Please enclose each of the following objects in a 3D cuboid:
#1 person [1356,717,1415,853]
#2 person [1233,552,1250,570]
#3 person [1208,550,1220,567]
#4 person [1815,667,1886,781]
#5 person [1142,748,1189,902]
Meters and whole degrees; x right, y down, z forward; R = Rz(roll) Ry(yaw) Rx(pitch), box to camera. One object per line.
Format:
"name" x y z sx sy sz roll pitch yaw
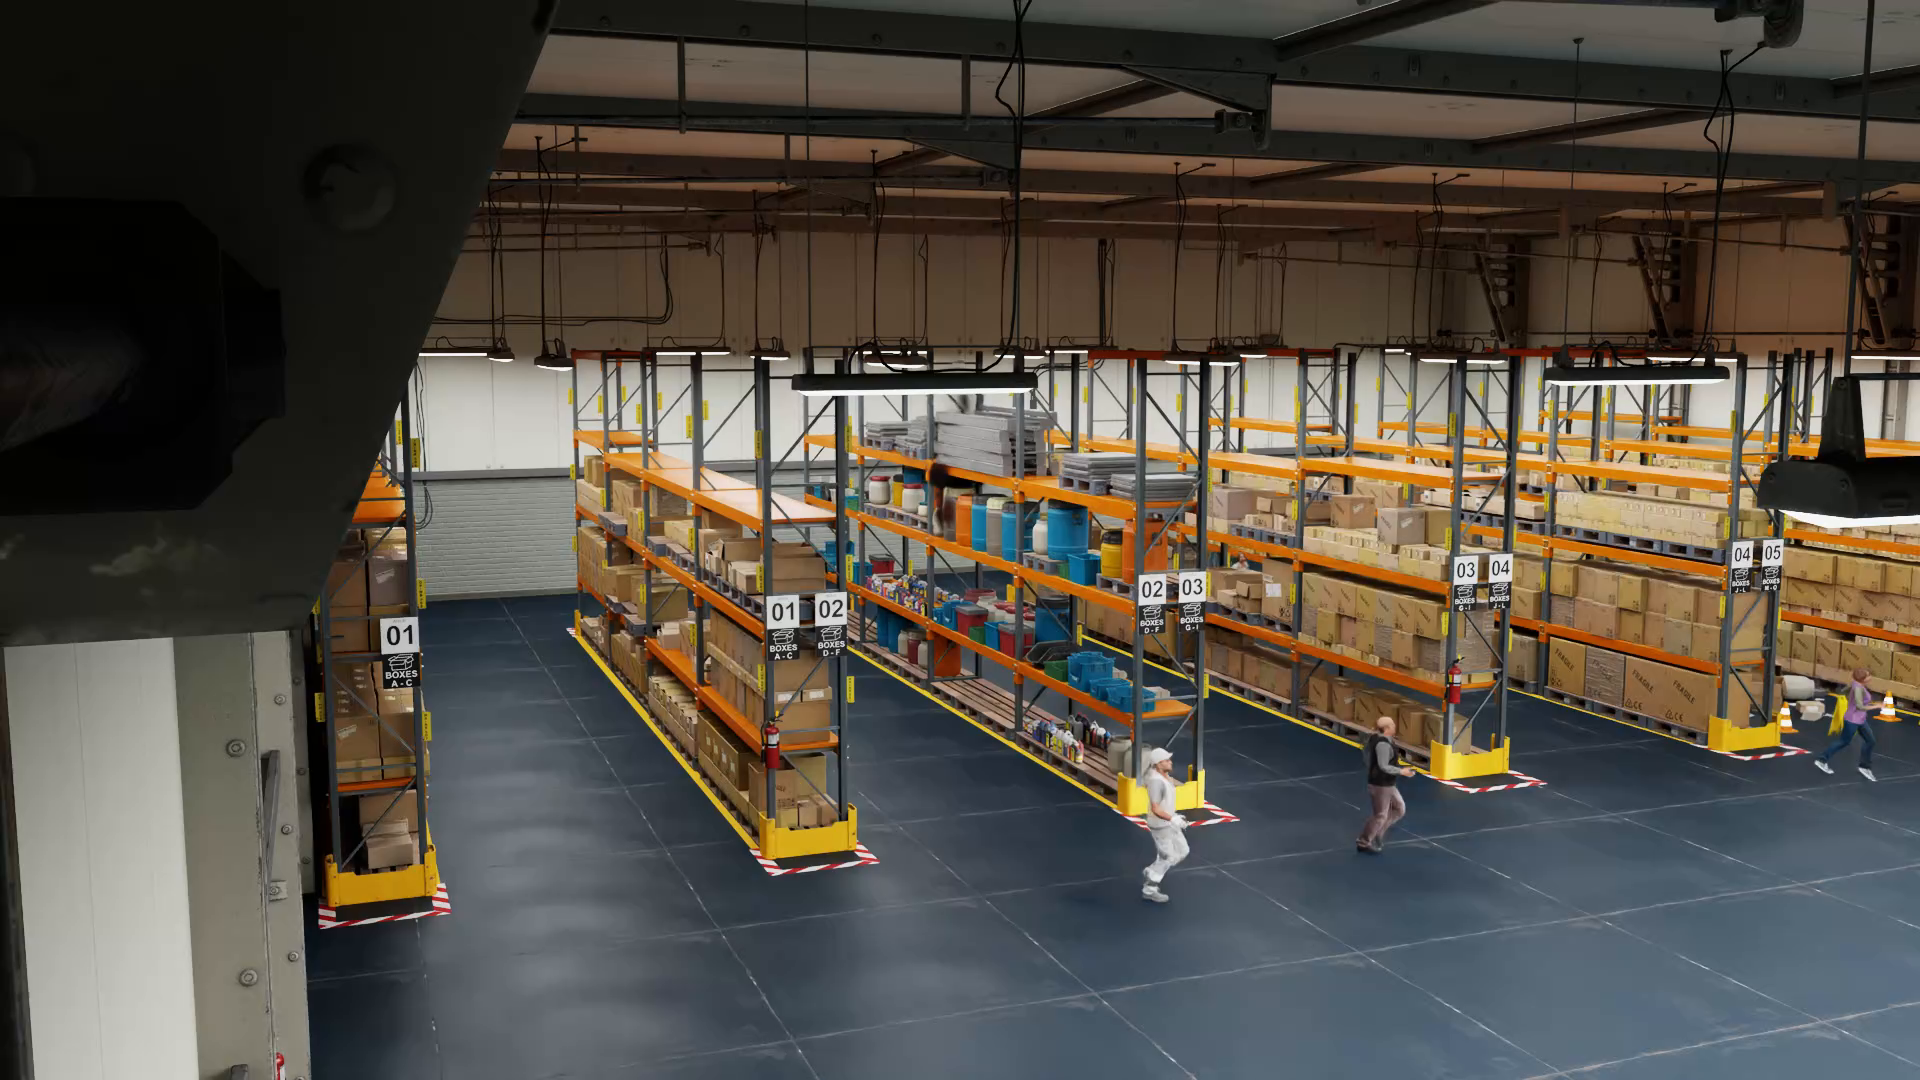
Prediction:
"person" 5.174 2.982 20.220 0.666 1.704 0.647 2 7 13
"person" 6.137 1.060 36.179 0.541 1.615 0.703 -2 7 -15
"person" 6.447 0.288 41.615 0.831 1.781 0.697 -2 8 -19
"person" 12.694 2.603 23.680 0.844 1.631 0.548 5 9 35
"person" 2.295 3.167 18.555 0.519 1.742 0.669 2 7 12
